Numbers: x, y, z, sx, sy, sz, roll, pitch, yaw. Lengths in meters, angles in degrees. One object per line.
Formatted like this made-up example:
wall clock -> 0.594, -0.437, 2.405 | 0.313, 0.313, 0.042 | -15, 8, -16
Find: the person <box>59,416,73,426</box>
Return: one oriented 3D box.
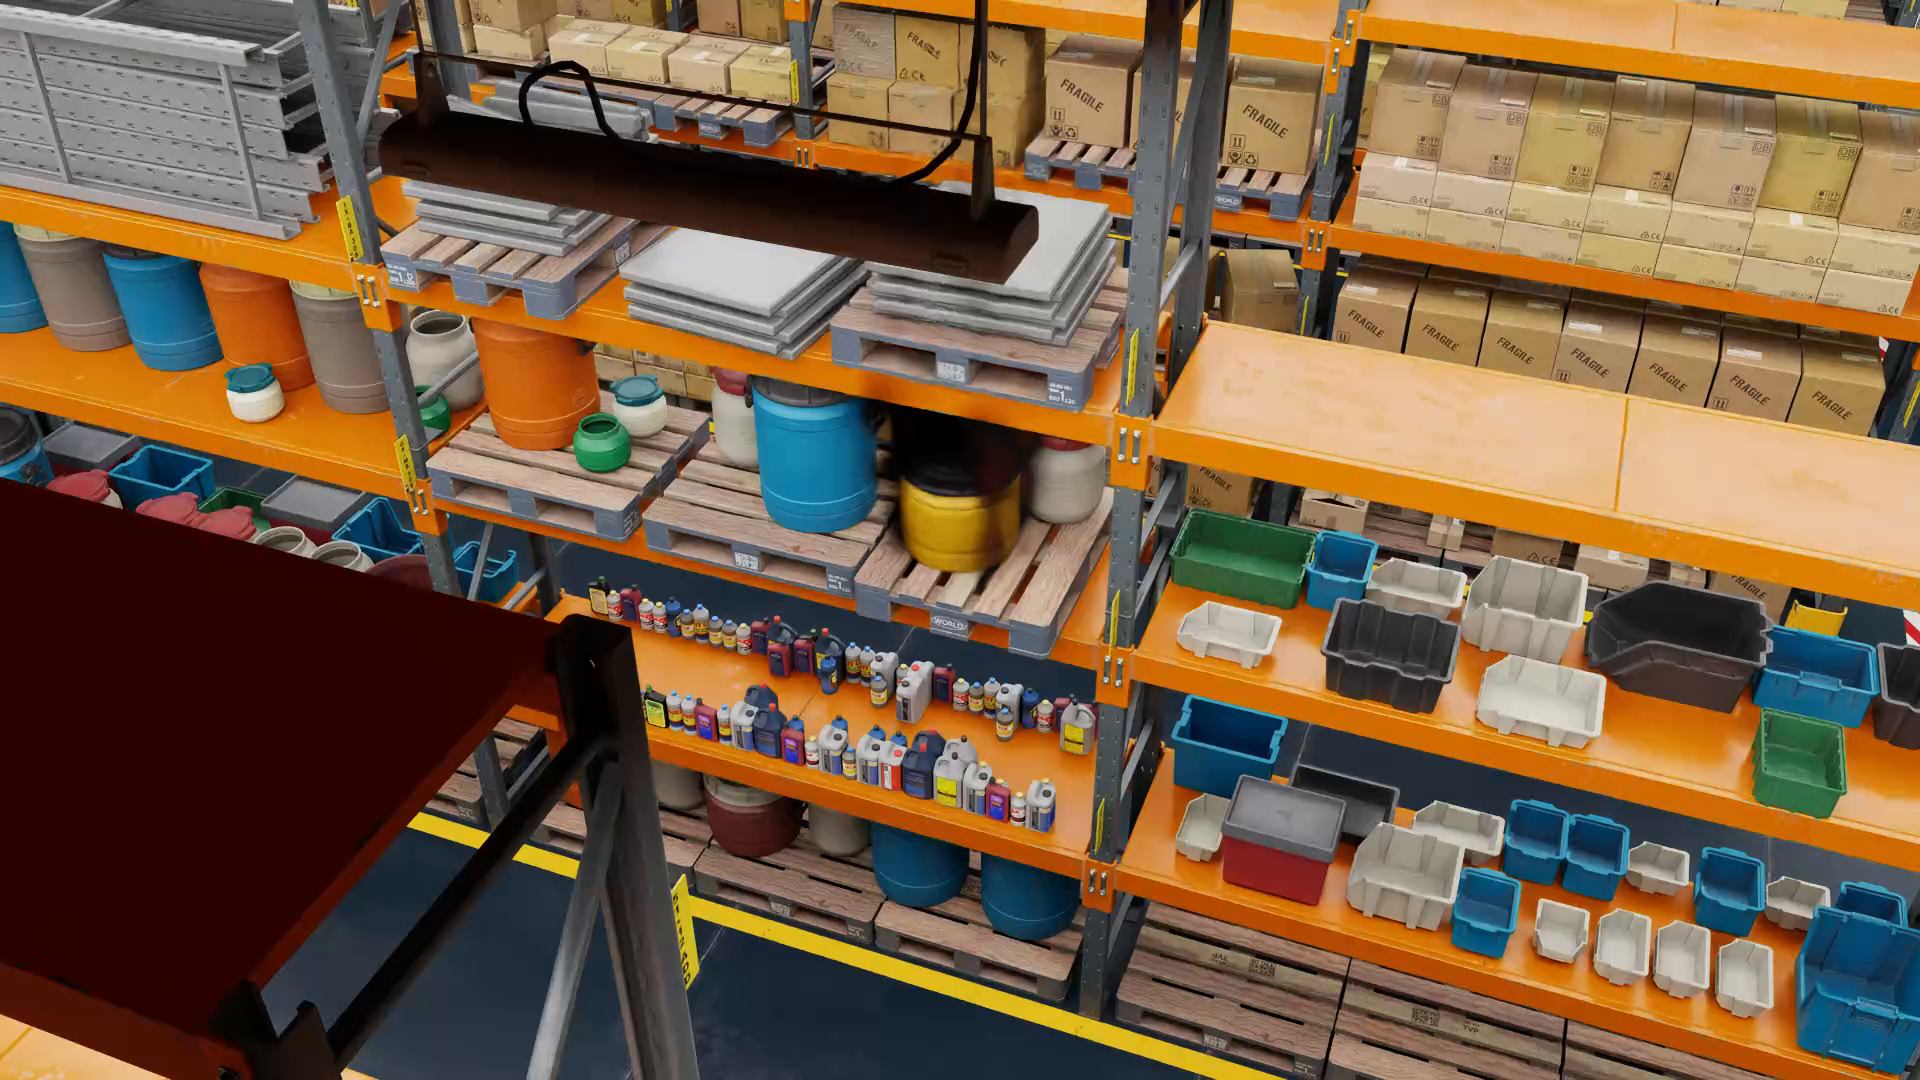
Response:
person -> -6.933, -0.915, 13.215 | 0.752, 1.755, 0.577 | 6, 37, 9
